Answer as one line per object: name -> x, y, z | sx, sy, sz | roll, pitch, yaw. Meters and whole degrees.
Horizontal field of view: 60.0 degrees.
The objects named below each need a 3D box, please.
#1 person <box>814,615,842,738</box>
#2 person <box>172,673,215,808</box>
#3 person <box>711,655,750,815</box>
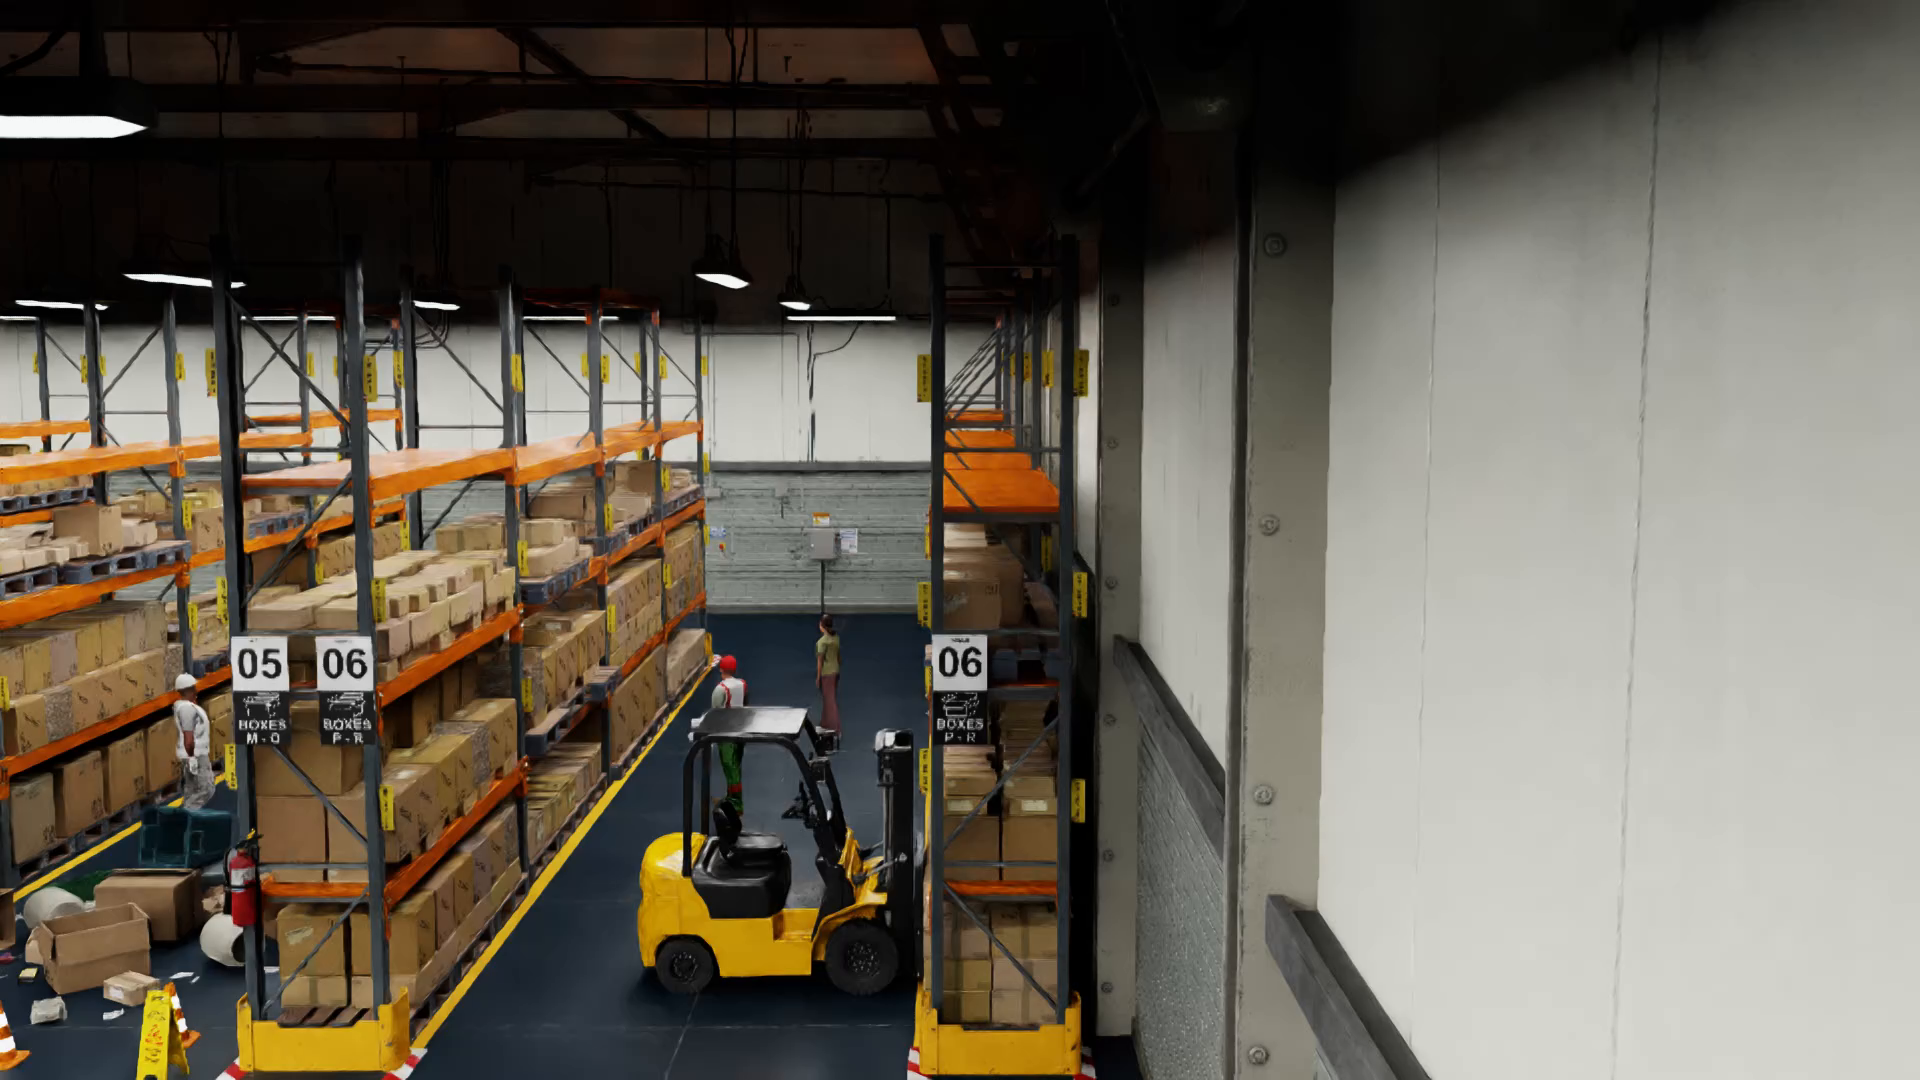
person -> -1.825, 1.832, 22.555 | 0.580, 1.666, 0.571 | 3, 7, 22
person -> -8.242, 2.320, 17.803 | 0.447, 1.772, 0.597 | -4, 7, -31
person -> -2.630, 2.182, 18.869 | 0.577, 1.785, 0.655 | 4, 7, 29
